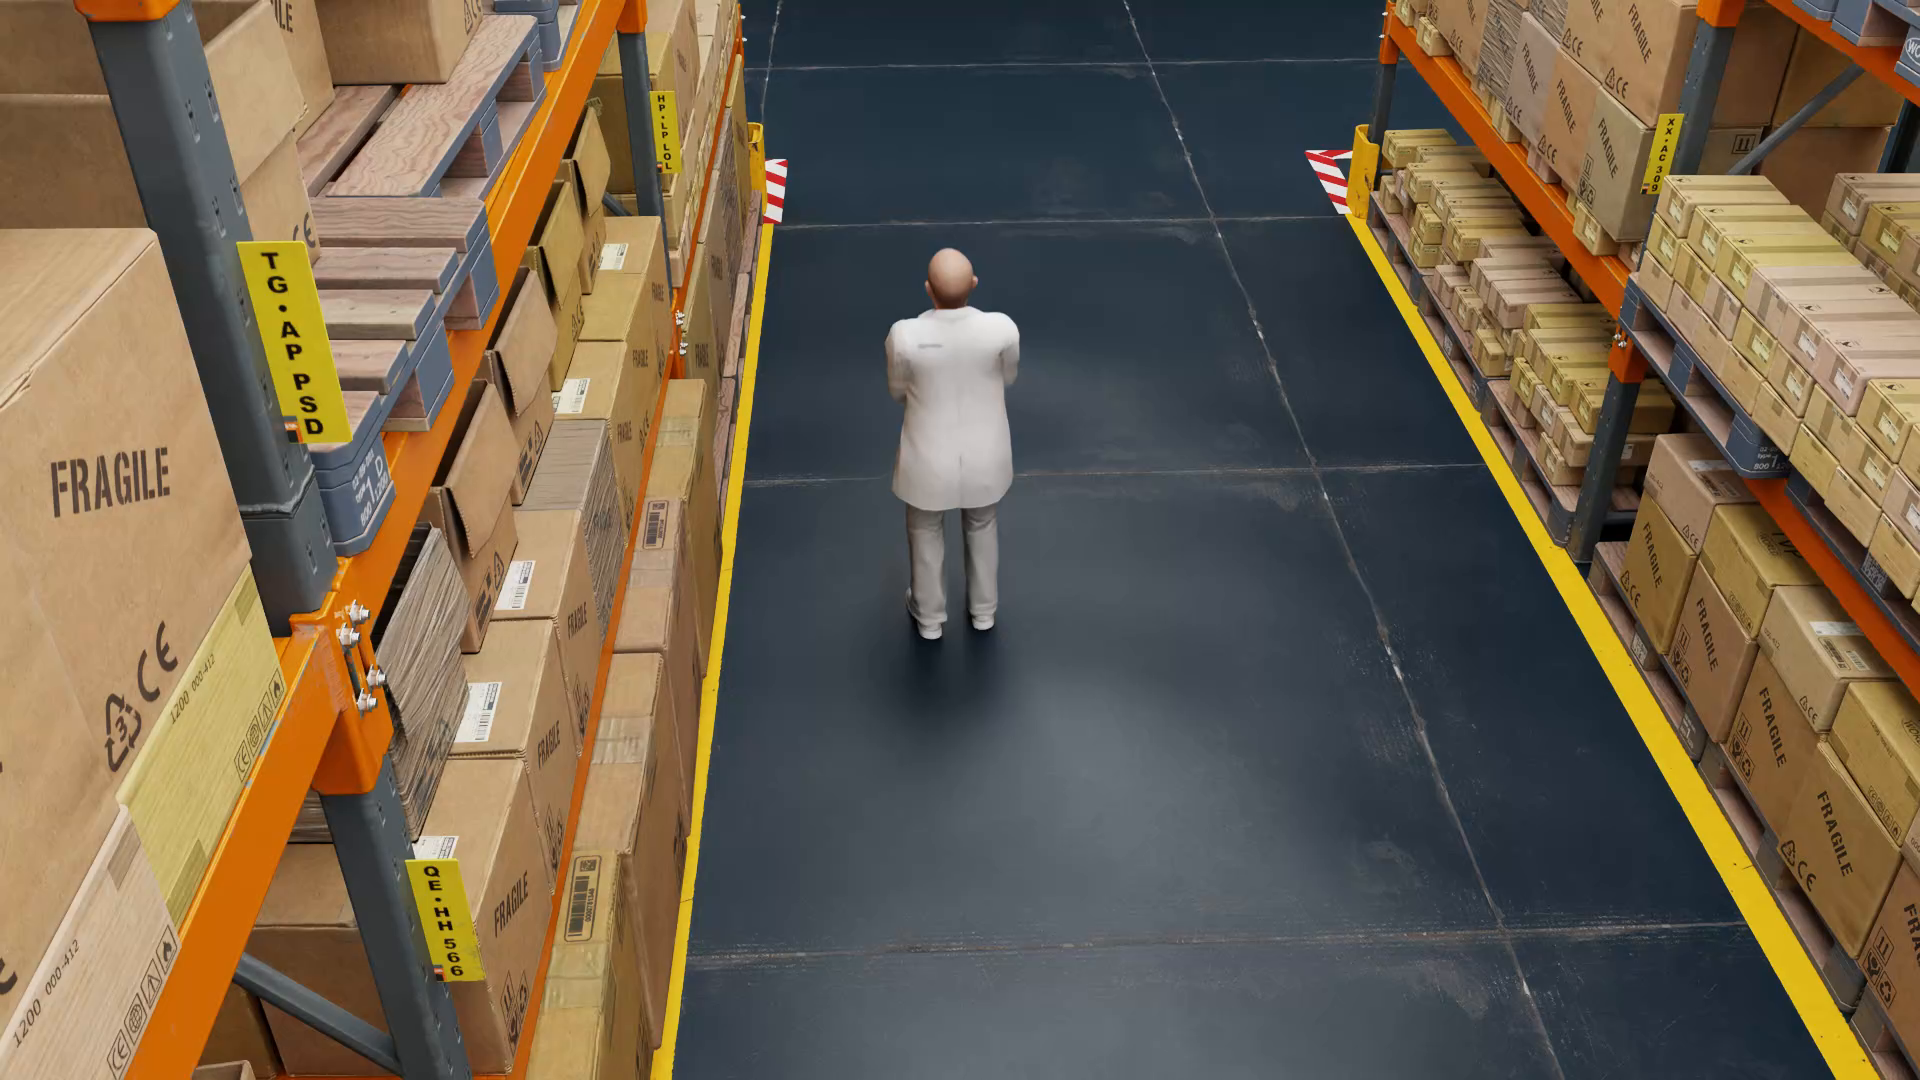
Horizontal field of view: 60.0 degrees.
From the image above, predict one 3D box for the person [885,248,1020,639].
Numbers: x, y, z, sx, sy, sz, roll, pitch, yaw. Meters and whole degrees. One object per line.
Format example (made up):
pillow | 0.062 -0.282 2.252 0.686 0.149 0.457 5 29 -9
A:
person | -0.046 -0.433 6.782 0.528 1.773 0.554 -5 35 -7
